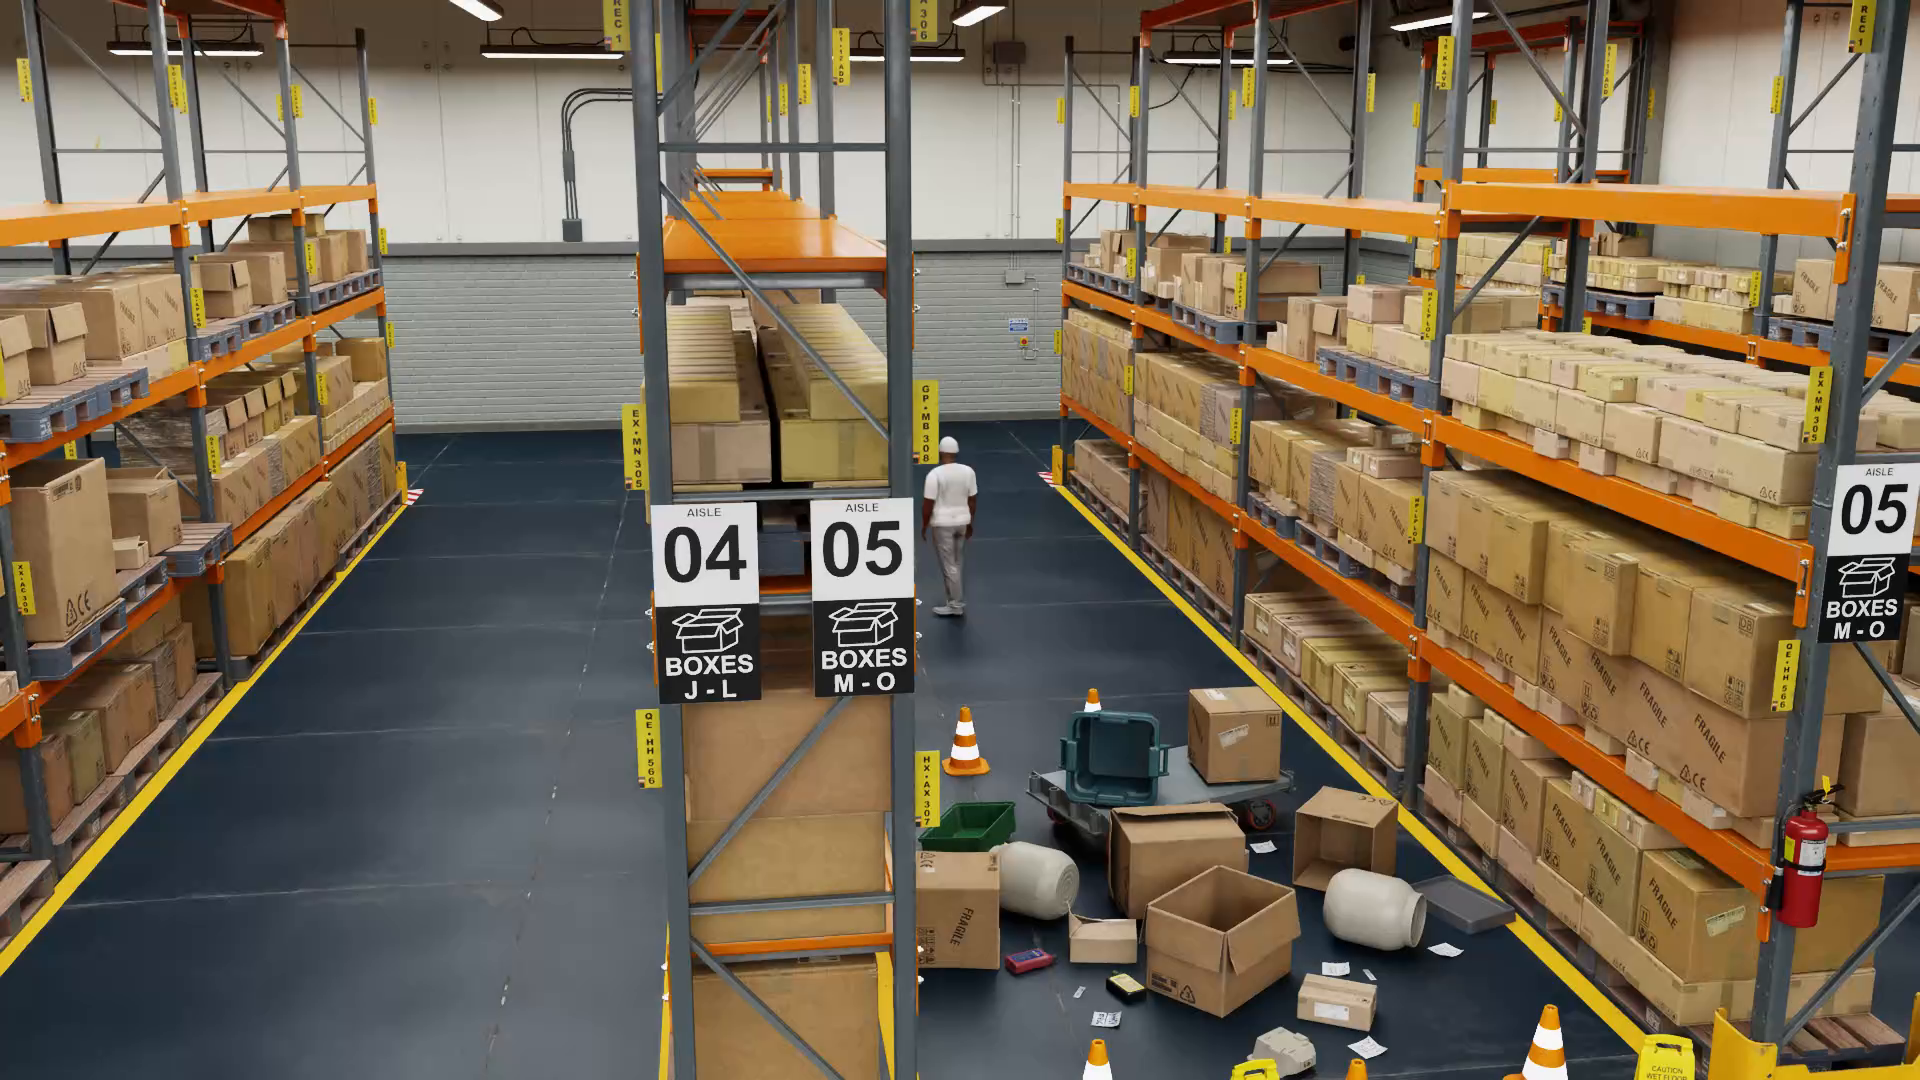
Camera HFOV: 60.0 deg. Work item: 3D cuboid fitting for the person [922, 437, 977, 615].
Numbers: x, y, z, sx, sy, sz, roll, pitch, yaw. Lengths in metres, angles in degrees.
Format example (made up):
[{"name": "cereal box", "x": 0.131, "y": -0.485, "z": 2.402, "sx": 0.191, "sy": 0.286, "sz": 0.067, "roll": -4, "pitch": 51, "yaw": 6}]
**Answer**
[{"name": "person", "x": -0.104, "y": -0.141, "z": 16.505, "sx": 0.573, "sy": 1.772, "sz": 0.507, "roll": -9, "pitch": 16, "yaw": -34}]
